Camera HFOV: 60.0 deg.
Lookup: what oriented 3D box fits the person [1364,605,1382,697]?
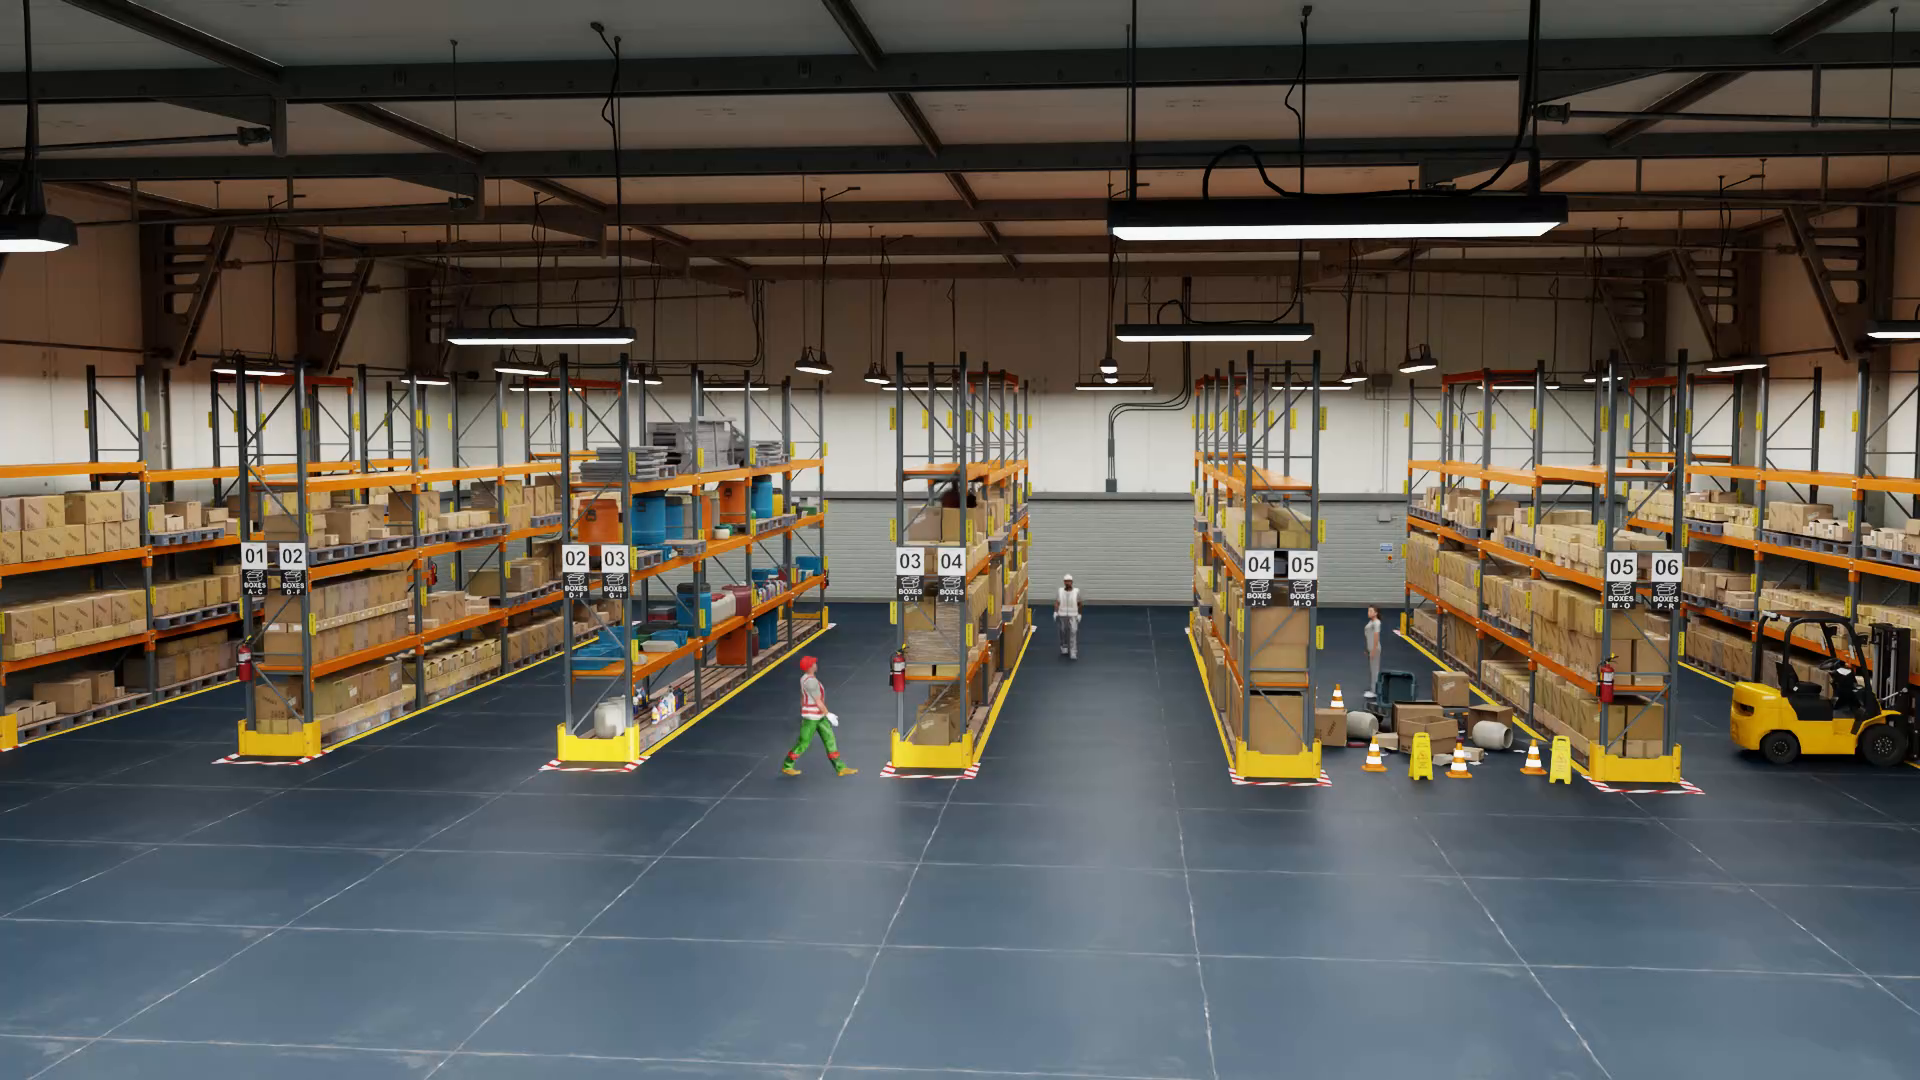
[{"bbox_3d":[7.517,2.018,30.255,0.336,1.670,0.502,1,4,13],"label":"person"}]

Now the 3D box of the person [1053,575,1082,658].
[{"bbox_3d":[2.289,1.607,35.293,0.611,1.740,0.972,0,4,3],"label":"person"}]

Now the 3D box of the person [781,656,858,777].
[{"bbox_3d":[-1.978,2.474,23.317,1.084,1.717,0.559,1,4,15],"label":"person"}]
